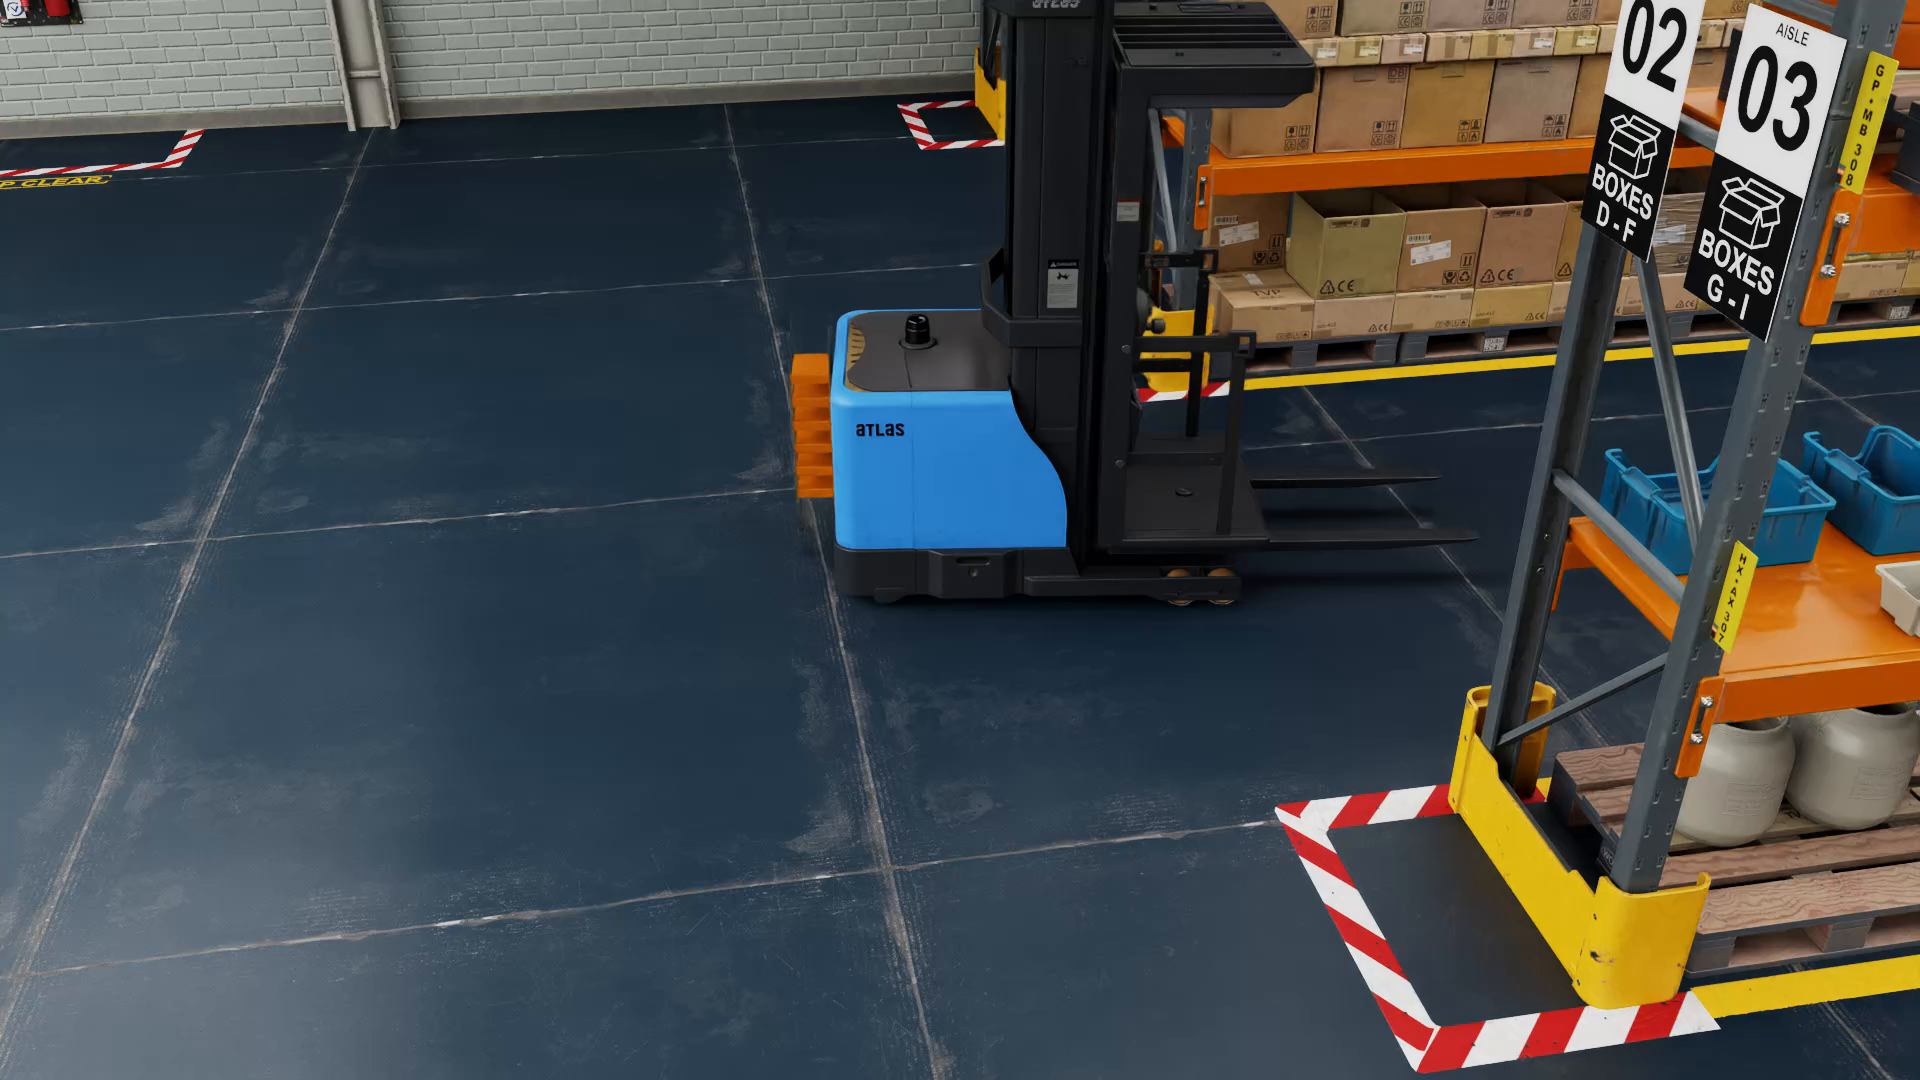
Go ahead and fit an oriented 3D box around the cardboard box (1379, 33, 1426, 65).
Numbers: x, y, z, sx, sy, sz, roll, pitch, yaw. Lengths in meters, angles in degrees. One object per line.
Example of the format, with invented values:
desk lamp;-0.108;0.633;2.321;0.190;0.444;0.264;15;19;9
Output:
cardboard box;2.398;-2.781;9.281;0.250;0.149;0.380;-6;31;-10

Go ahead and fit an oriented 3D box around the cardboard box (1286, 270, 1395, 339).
cardboard box;2.279;-1.442;10.041;0.500;0.250;0.500;-5;31;-9

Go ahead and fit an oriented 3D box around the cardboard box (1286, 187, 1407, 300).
cardboard box;2.279;-1.764;9.849;0.500;0.500;0.500;-5;31;-9

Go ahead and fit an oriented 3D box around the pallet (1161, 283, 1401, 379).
pallet;1.965;-1.349;10.336;1.213;0.211;1.003;-5;31;-9

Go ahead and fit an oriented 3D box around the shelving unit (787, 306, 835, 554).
shelving unit;-0.694;-0.510;7.933;0.189;1.200;0.258;-1;30;-1

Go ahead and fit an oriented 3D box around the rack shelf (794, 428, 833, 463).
rack shelf;-0.694;-0.471;7.955;0.180;0.103;0.258;-1;30;-1

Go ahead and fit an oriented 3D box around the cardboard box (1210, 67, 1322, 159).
cardboard box;1.681;-2.540;9.511;0.500;0.500;0.700;-5;31;-9

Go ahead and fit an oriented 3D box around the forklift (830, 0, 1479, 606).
forklift;0.923;-1.228;7.447;3.031;2.935;1.130;-1;30;-1

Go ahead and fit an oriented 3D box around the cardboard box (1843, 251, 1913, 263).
cardboard box;5.606;-1.976;10.397;0.500;0.311;0.500;-5;31;-9

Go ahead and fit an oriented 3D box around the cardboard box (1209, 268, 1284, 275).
cardboard box;1.694;-1.652;10.399;0.500;0.250;0.500;-5;31;-9

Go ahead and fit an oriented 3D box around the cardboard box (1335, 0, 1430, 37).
cardboard box;2.250;-3.154;9.277;0.500;0.500;0.700;-6;31;-10

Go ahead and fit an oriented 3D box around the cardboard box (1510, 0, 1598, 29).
cardboard box;3.238;-3.247;9.434;0.500;0.500;0.700;-5;31;-9

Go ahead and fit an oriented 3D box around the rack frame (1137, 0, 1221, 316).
rack frame;1.220;-2.460;9.475;0.127;3.000;1.000;-5;31;-9

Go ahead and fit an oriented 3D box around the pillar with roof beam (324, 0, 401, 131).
pillar with roof beam;-4.270;-5.317;8.414;0.400;9.000;9.100;-5;31;-9

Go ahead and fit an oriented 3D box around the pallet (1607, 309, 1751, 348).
pallet;4.365;-1.572;10.715;1.213;0.211;1.003;-5;31;-9

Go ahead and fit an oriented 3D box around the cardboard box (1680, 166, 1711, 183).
cardboard box;4.642;-2.258;10.690;0.500;0.500;0.500;-5;31;-9

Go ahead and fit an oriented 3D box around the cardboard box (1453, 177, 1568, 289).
cardboard box;3.263;-1.853;10.000;0.500;0.500;0.500;-5;31;-9

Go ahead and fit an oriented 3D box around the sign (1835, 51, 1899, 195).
sign;2.203;-1.012;4.044;0.005;0.325;0.100;-5;31;-9

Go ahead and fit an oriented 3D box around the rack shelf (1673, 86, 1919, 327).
rack shelf;4.076;-1.156;5.007;4.000;0.370;1.077;-5;31;-9

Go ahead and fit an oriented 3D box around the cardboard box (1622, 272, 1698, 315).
cardboard box;4.244;-1.629;10.360;0.500;0.250;0.500;-5;31;-9

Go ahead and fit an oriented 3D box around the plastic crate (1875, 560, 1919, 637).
plastic crate;3.047;0.202;5.207;0.250;0.136;0.298;-5;31;-9

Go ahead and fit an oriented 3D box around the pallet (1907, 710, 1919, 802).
pallet;4.172;1.000;6.341;1.213;0.211;1.003;-5;31;-9

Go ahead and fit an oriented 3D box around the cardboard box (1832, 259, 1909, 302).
cardboard box;5.596;-1.734;10.539;0.500;0.250;0.500;-6;31;-10

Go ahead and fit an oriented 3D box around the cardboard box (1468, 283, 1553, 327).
cardboard box;3.263;-1.530;10.191;0.500;0.250;0.500;-5;31;-9

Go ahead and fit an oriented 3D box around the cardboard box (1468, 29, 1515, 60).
cardboard box;2.911;-2.830;9.365;0.250;0.149;0.380;-6;31;-10

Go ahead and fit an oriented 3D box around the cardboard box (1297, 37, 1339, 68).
cardboard box;1.904;-2.737;9.207;0.250;0.149;0.380;-6;31;-10

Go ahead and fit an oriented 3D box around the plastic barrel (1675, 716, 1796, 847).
plastic barrel;2.742;0.803;5.965;0.421;0.512;0.421;0;30;0

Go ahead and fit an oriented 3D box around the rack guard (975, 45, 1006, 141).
rack guard;0.399;-3.859;14.320;0.348;0.500;1.175;-5;31;-9

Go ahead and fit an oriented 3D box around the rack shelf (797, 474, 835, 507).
rack shelf;-0.694;-0.264;8.077;0.180;0.103;0.258;-1;30;-1

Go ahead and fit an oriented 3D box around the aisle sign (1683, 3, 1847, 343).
aisle sign;2.090;-0.958;4.356;0.004;0.787;0.394;-5;31;-9

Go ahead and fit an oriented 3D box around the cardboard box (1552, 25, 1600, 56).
cardboard box;3.416;-2.876;9.443;0.250;0.149;0.380;-4;31;-7

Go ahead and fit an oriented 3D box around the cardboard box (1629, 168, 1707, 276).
cardboard box;4.244;-1.953;10.171;0.500;0.500;0.500;-5;31;-9

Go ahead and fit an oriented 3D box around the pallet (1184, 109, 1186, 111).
pallet;2.402;-3.901;14.676;1.213;0.211;1.003;-5;31;-9

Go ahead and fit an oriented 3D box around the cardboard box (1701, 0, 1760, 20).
cardboard box;4.222;-3.337;9.588;0.500;0.500;0.700;-5;31;-9

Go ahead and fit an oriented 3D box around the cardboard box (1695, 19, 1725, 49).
cardboard box;4.167;-2.945;9.561;0.250;0.149;0.380;-5;31;-9

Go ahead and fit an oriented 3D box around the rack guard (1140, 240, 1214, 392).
rack guard;1.196;-1.381;10.105;0.348;0.500;1.175;-5;31;-9

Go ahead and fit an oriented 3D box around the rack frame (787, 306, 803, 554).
rack frame;-0.785;-0.508;7.931;0.006;1.200;0.240;-1;30;-1

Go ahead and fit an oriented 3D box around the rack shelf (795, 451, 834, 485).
rack shelf;-0.694;-0.368;8.016;0.180;0.103;0.258;-1;30;-1

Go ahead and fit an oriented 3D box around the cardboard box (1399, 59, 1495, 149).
cardboard box;2.687;-2.632;9.669;0.500;0.500;0.700;-5;31;-9

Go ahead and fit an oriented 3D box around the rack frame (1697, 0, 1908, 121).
rack frame;2.108;-2.576;3.753;0.127;3.000;1.000;-5;31;-9

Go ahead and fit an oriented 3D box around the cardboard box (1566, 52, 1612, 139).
cardboard box;3.707;-2.730;9.834;0.500;0.500;0.700;-5;31;-8

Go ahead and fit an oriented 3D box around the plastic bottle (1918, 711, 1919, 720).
plastic bottle;3.836;0.640;6.529;0.097;0.201;0.097;0;30;0

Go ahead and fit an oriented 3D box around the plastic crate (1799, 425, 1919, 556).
plastic crate;3.187;-0.177;5.739;0.408;0.251;0.499;-5;31;-9

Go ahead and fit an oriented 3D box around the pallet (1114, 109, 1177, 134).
pallet;1.204;-3.791;14.489;1.213;0.211;1.003;-5;31;-9
